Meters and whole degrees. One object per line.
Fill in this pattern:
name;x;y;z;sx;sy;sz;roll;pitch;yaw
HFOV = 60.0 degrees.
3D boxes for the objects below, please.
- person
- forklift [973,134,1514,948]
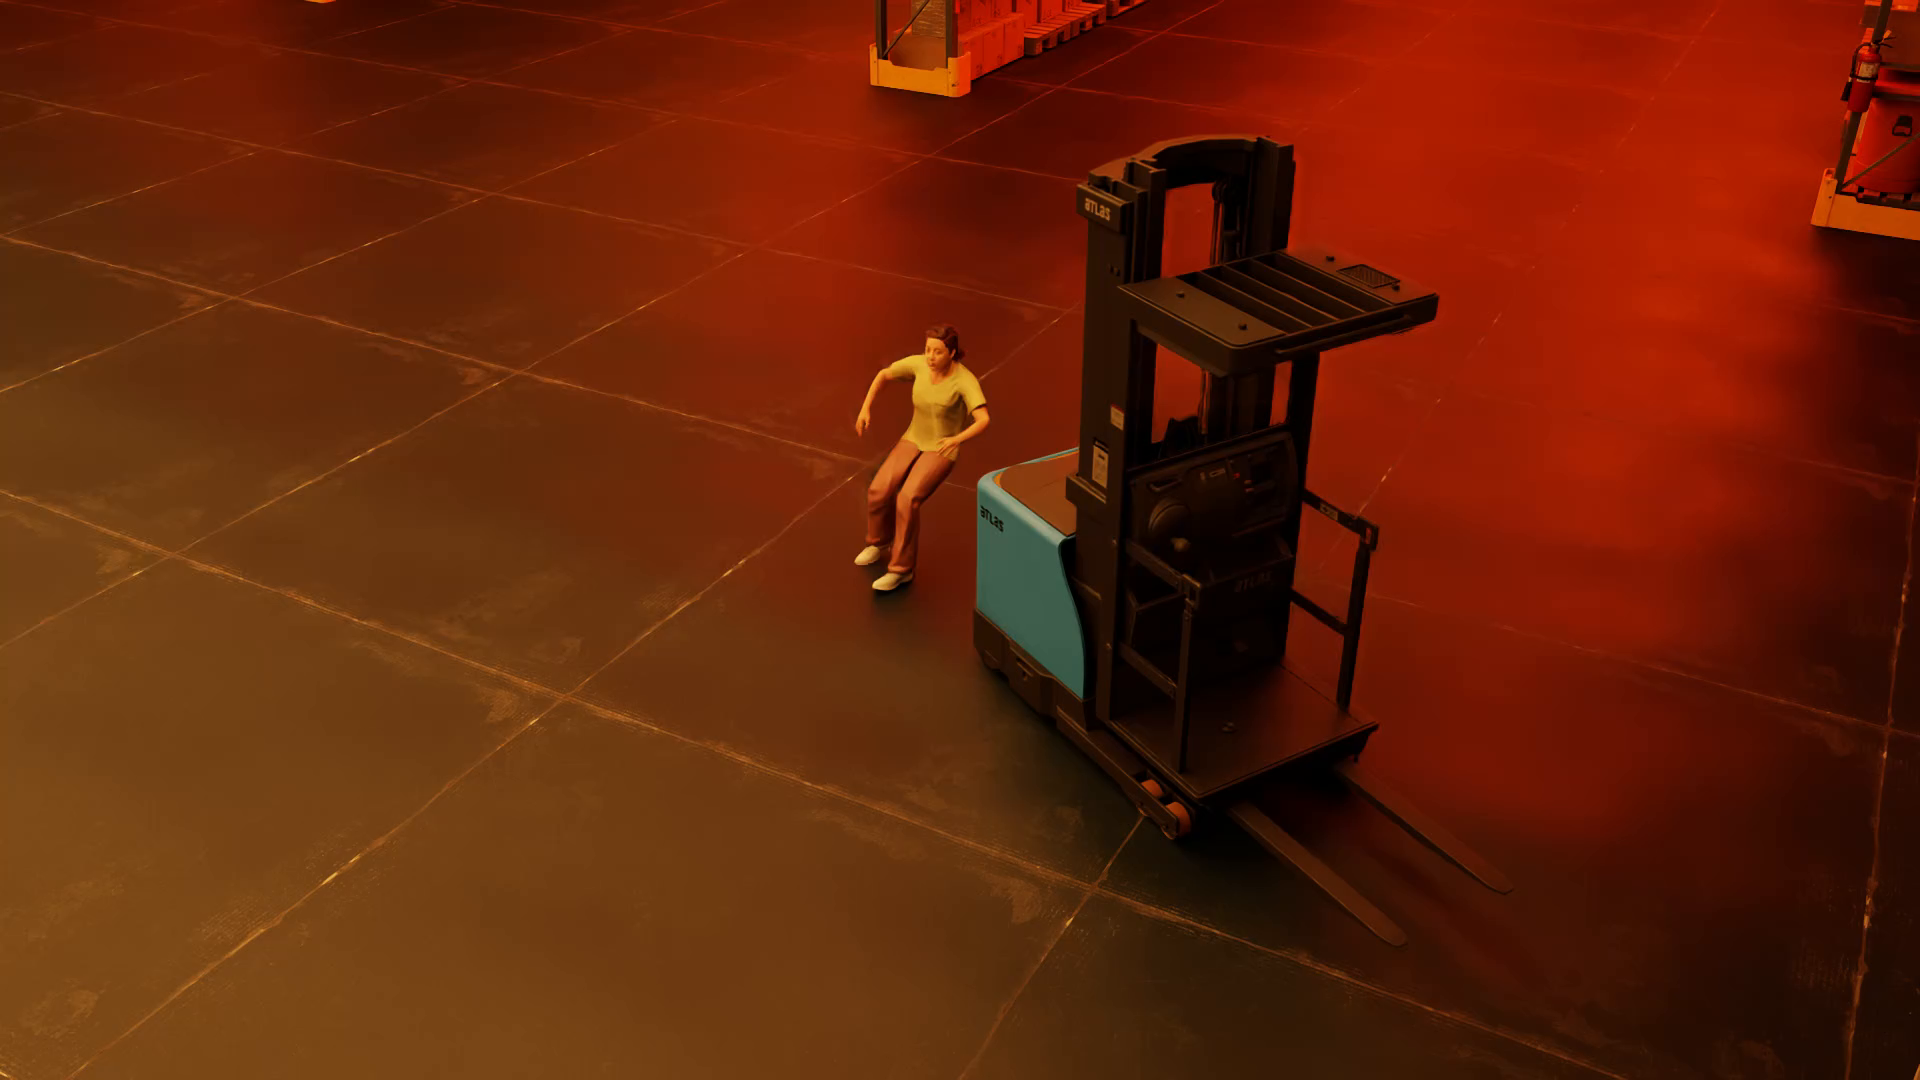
person;-0.254;-0.471;9.402;0.800;1.436;0.835;12;32;20
forklift;1.265;-0.165;7.356;1.130;2.935;3.031;-17;34;-27
